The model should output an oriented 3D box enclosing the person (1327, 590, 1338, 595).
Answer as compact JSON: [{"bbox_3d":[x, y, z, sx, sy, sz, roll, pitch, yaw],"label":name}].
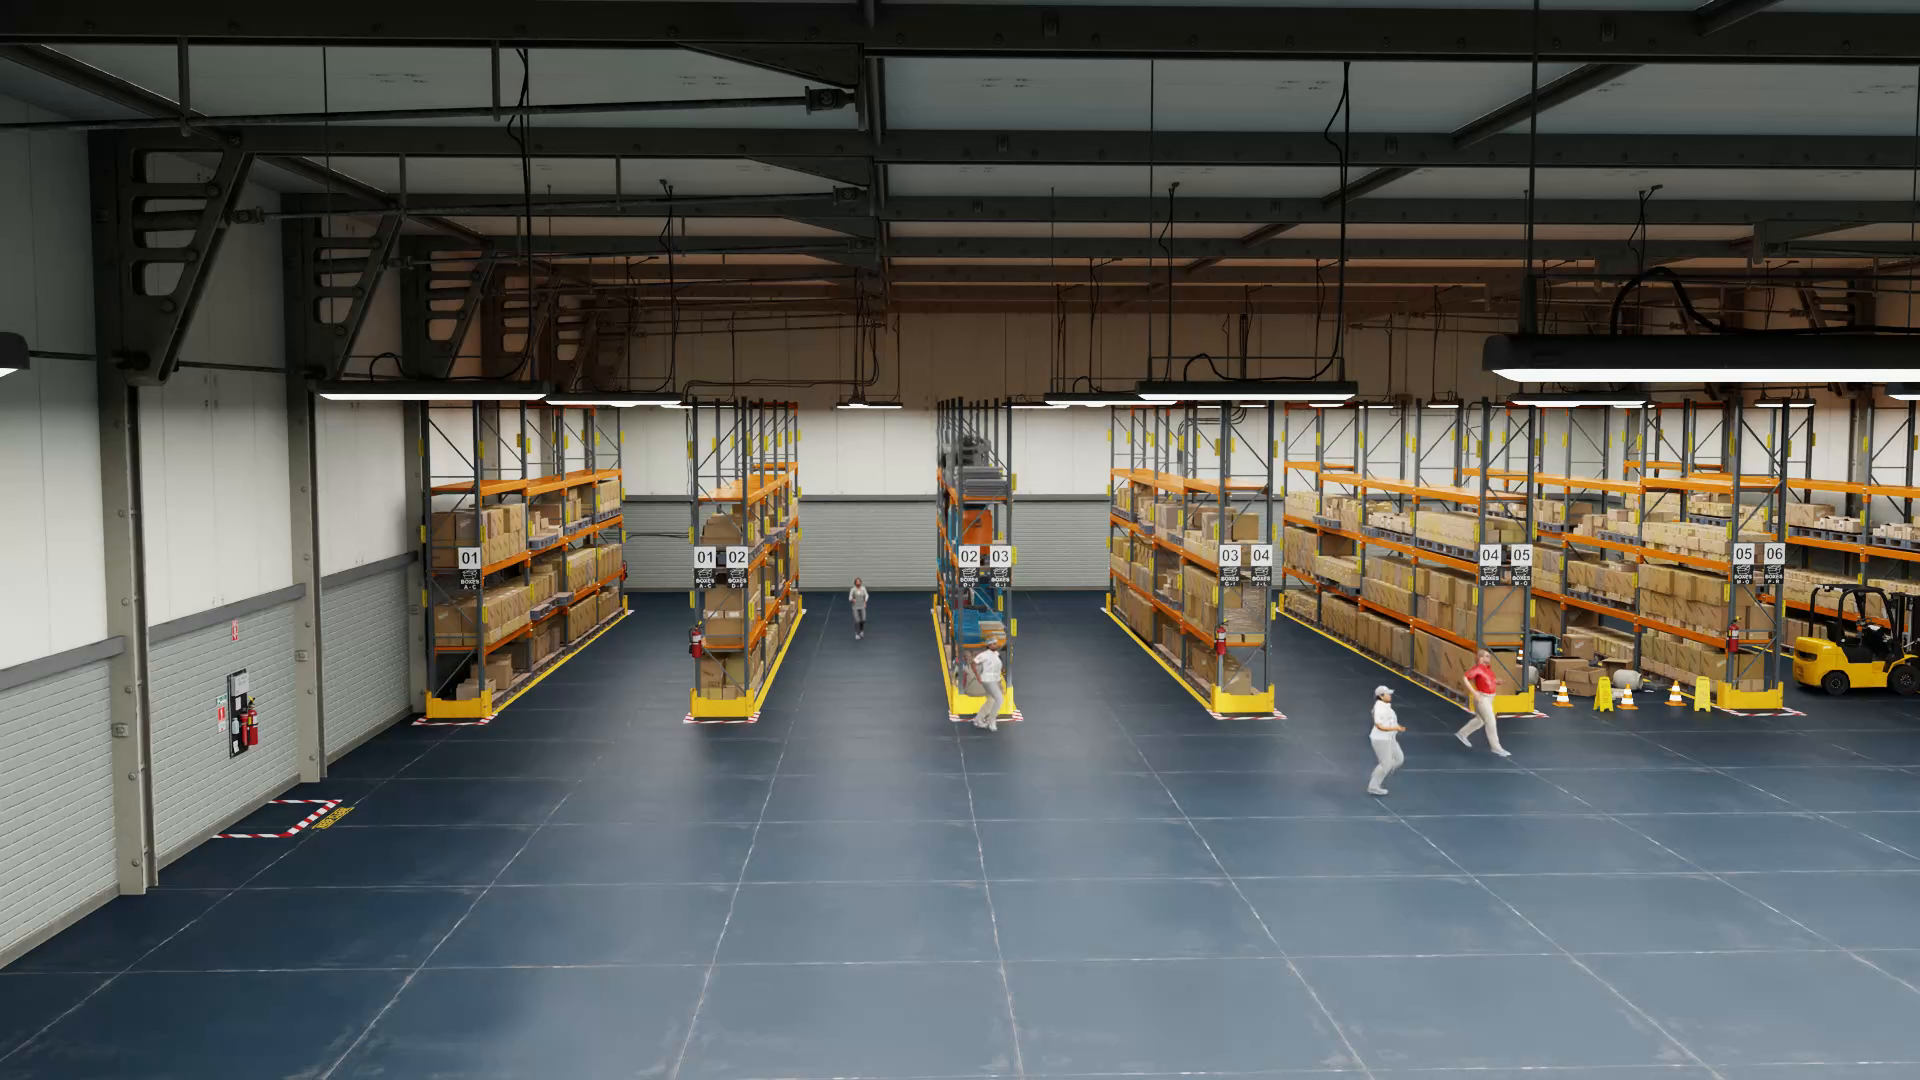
[{"bbox_3d":[10.997,1.132,48.900,0.772,1.622,0.897,-2,5,-23],"label":"person"}]

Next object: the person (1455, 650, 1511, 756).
[{"bbox_3d":[8.757,2.693,27.818,0.983,1.721,0.661,3,5,35],"label":"person"}]

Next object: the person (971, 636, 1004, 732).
[{"bbox_3d":[0.557,2.583,29.946,0.645,1.716,0.573,2,5,27],"label":"person"}]

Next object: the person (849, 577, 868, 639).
[{"bbox_3d":[-2.520,1.718,41.601,0.512,1.561,0.593,-1,4,-11],"label":"person"}]

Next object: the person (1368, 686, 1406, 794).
[{"bbox_3d":[6.389,2.984,24.825,0.559,1.627,0.592,2,5,23],"label":"person"}]
